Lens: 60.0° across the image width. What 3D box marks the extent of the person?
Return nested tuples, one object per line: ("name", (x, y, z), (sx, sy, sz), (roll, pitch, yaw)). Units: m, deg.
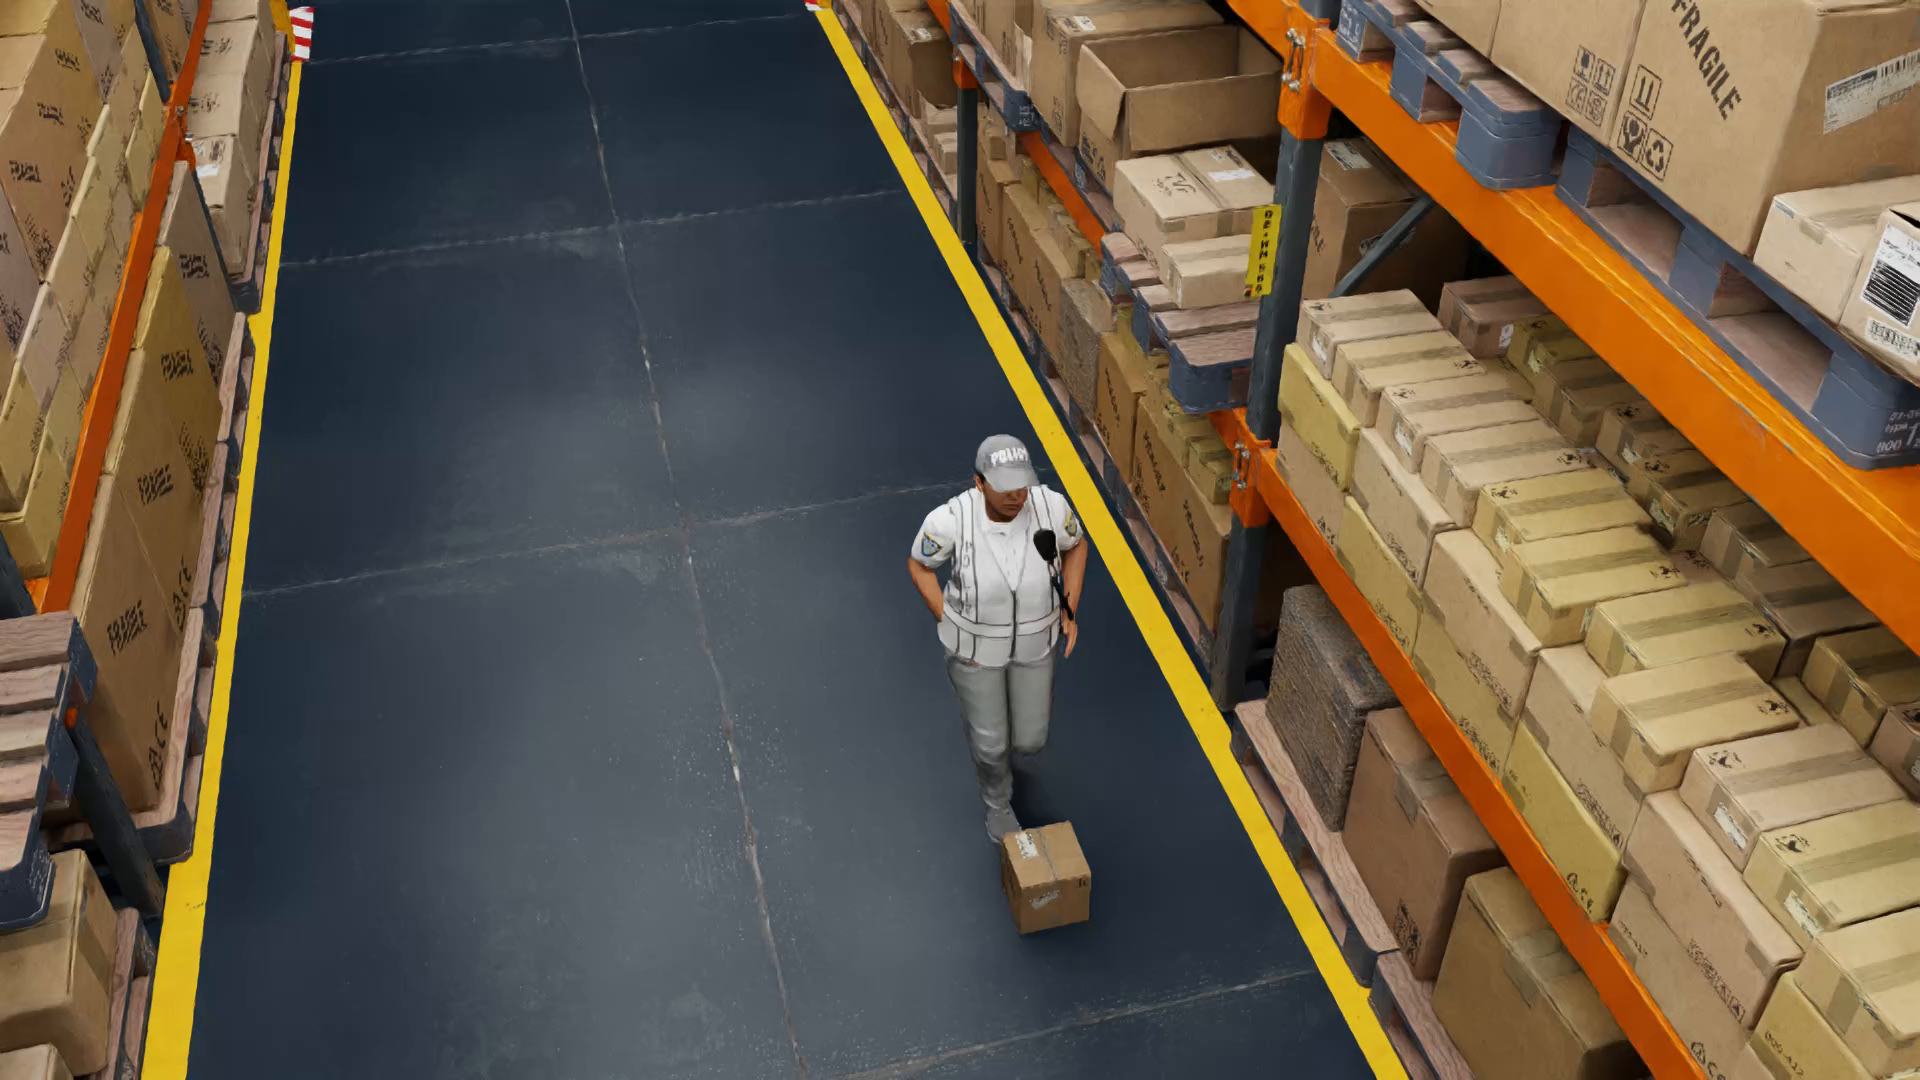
("person", (0.147, 0.319, 5.770), (0.622, 1.631, 0.563), (-7, 39, -9))
